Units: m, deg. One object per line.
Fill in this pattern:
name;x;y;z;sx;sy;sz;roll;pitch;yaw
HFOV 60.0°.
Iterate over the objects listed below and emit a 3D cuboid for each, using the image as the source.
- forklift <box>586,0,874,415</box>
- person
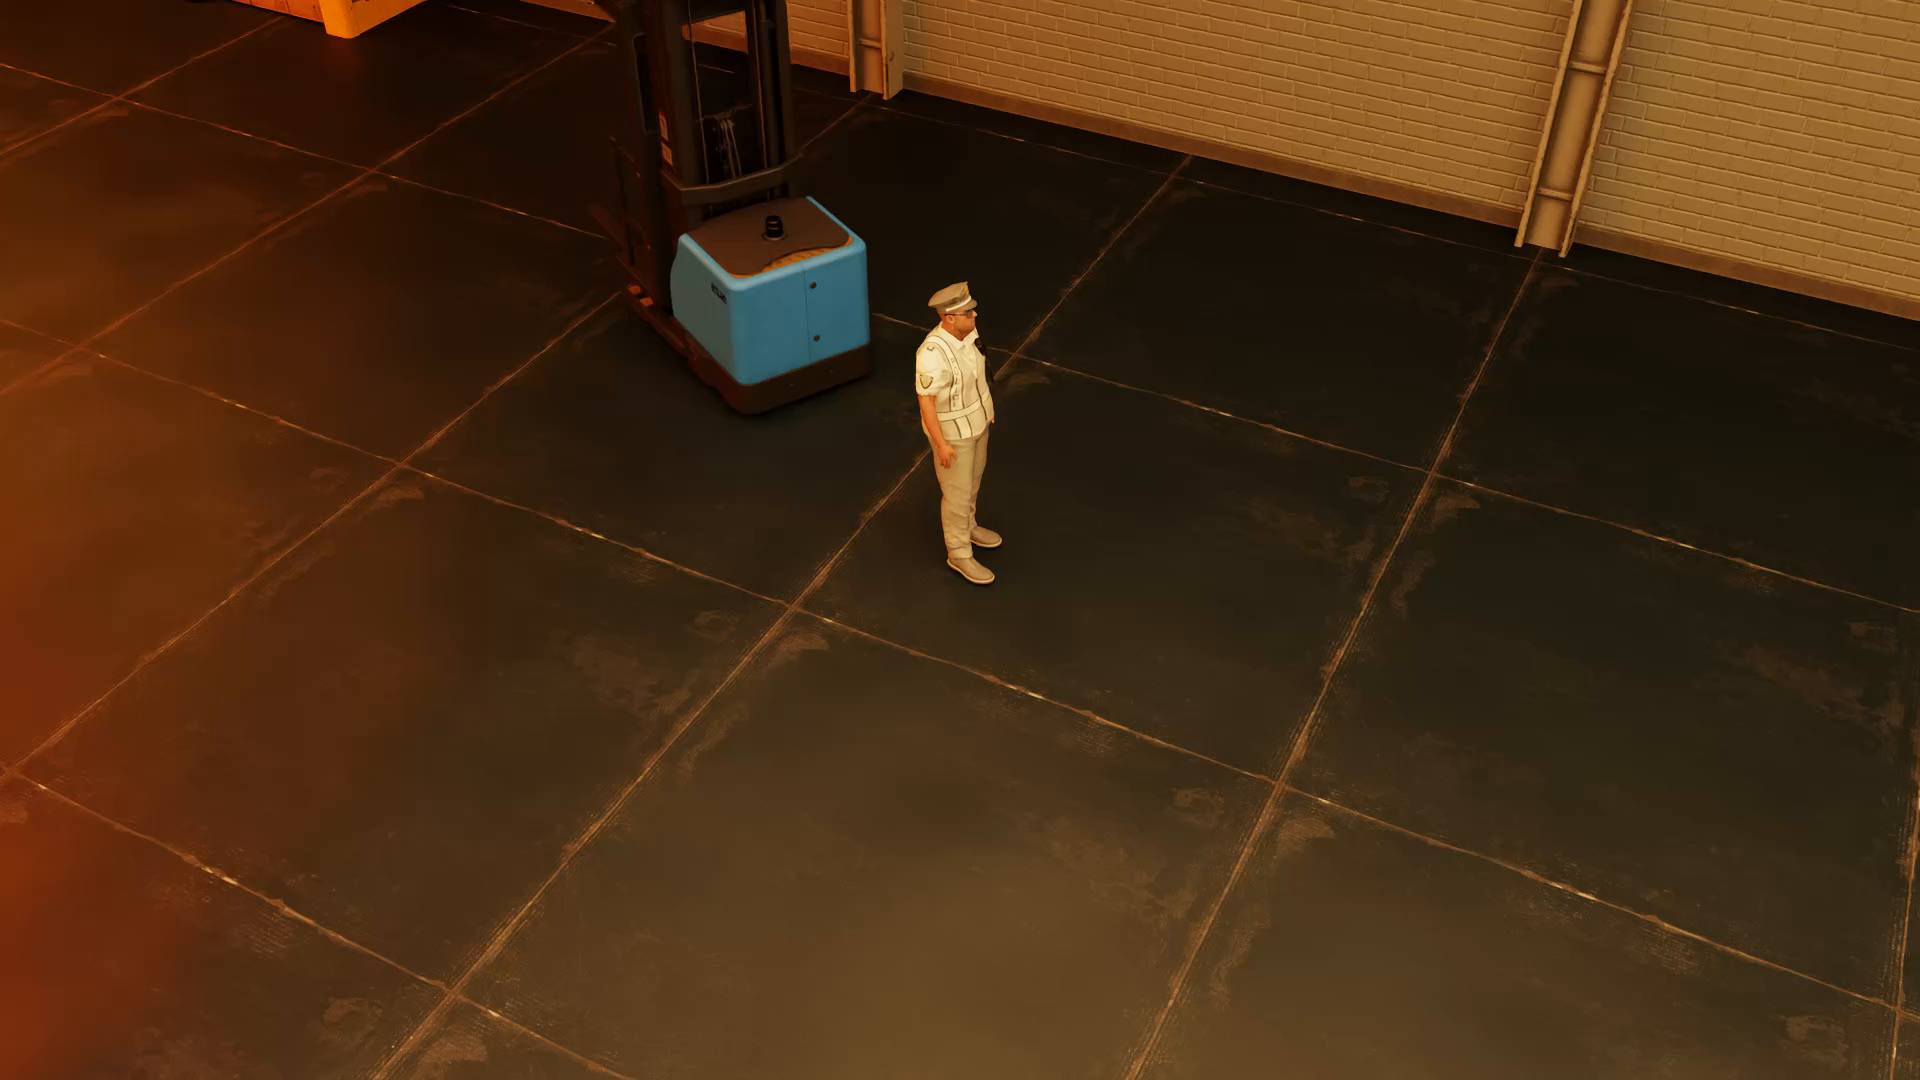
forklift;-1.826;-2.879;11.405;1.130;2.935;3.031;-23;45;-25
person;0.064;-0.658;9.647;0.574;1.781;0.641;18;43;21
